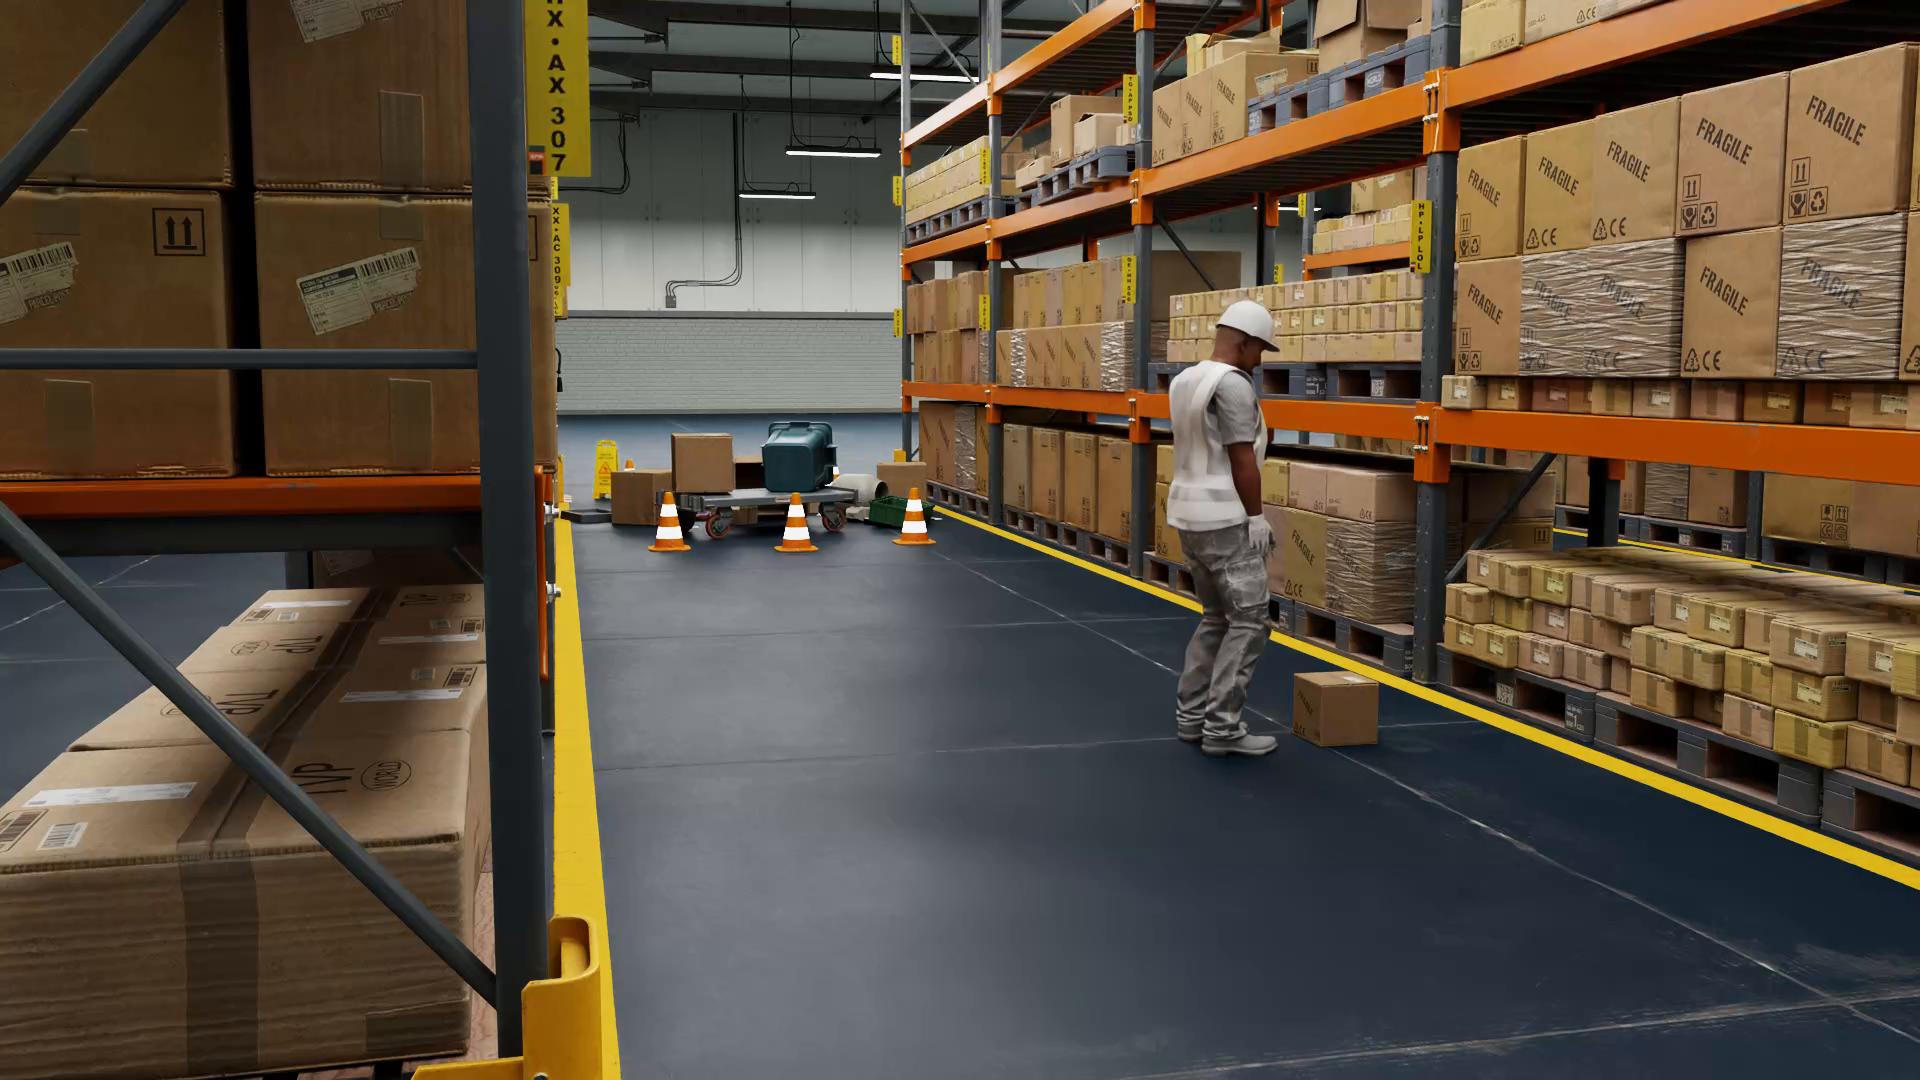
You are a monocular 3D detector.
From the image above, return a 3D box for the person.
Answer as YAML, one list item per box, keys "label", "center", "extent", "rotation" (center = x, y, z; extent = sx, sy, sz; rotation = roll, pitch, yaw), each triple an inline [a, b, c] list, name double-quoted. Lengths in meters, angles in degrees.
- label: "person"
  center: [1.036, -0.057, 6.521]
  extent: [0.427, 1.749, 0.566]
  rotation: [-1, 6, -12]
